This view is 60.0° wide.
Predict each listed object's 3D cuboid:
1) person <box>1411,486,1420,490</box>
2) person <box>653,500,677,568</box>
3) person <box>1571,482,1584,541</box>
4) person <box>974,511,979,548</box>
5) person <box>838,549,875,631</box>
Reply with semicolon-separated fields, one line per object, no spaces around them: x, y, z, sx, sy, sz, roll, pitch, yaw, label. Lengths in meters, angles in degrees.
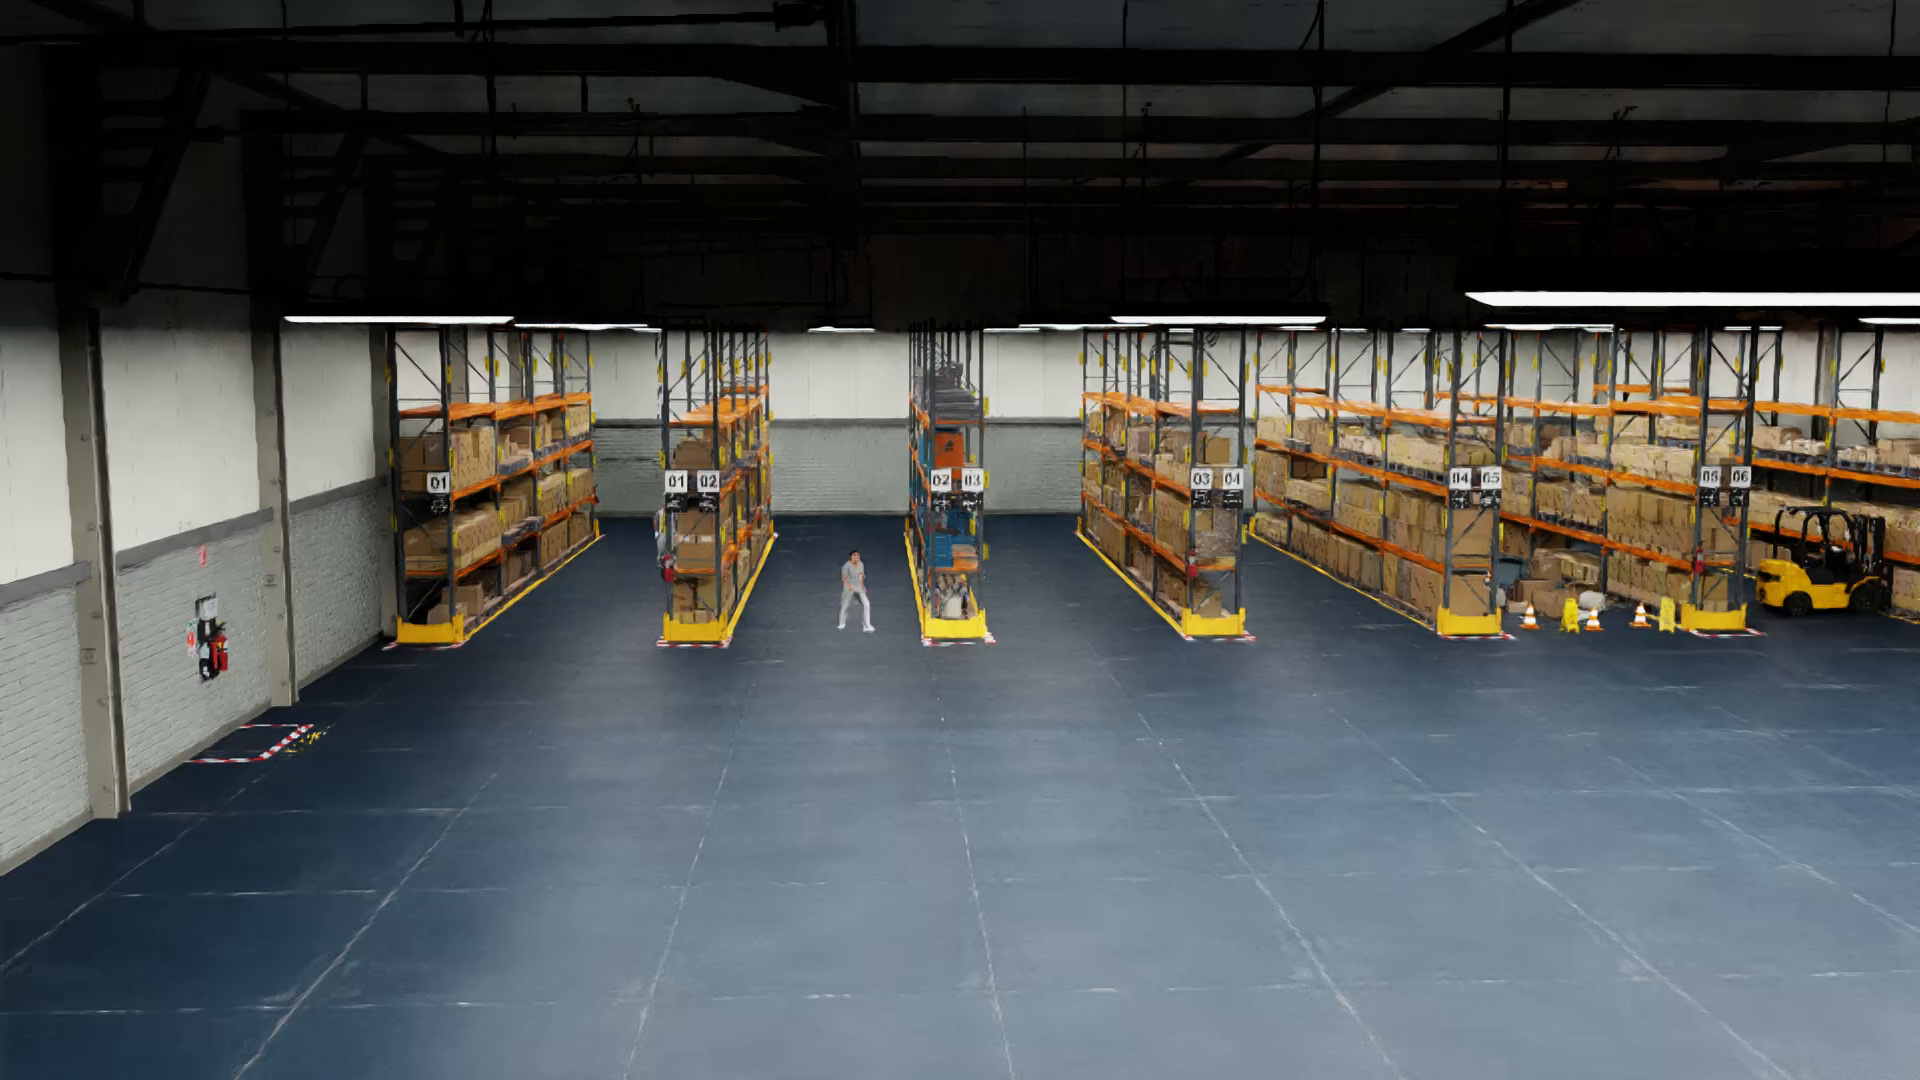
12.335;-0.691;45.136;0.546;1.661;0.599;1;7;11;person
-7.159;-0.148;40.640;0.677;1.742;0.552;-1;7;-5;person
17.092;-0.803;46.264;0.563;1.624;0.683;1;7;5;person
0.280;-0.618;44.413;0.697;1.714;0.749;-4;8;-31;person
-2.048;0.948;32.177;0.604;1.603;0.811;-3;8;-21;person
